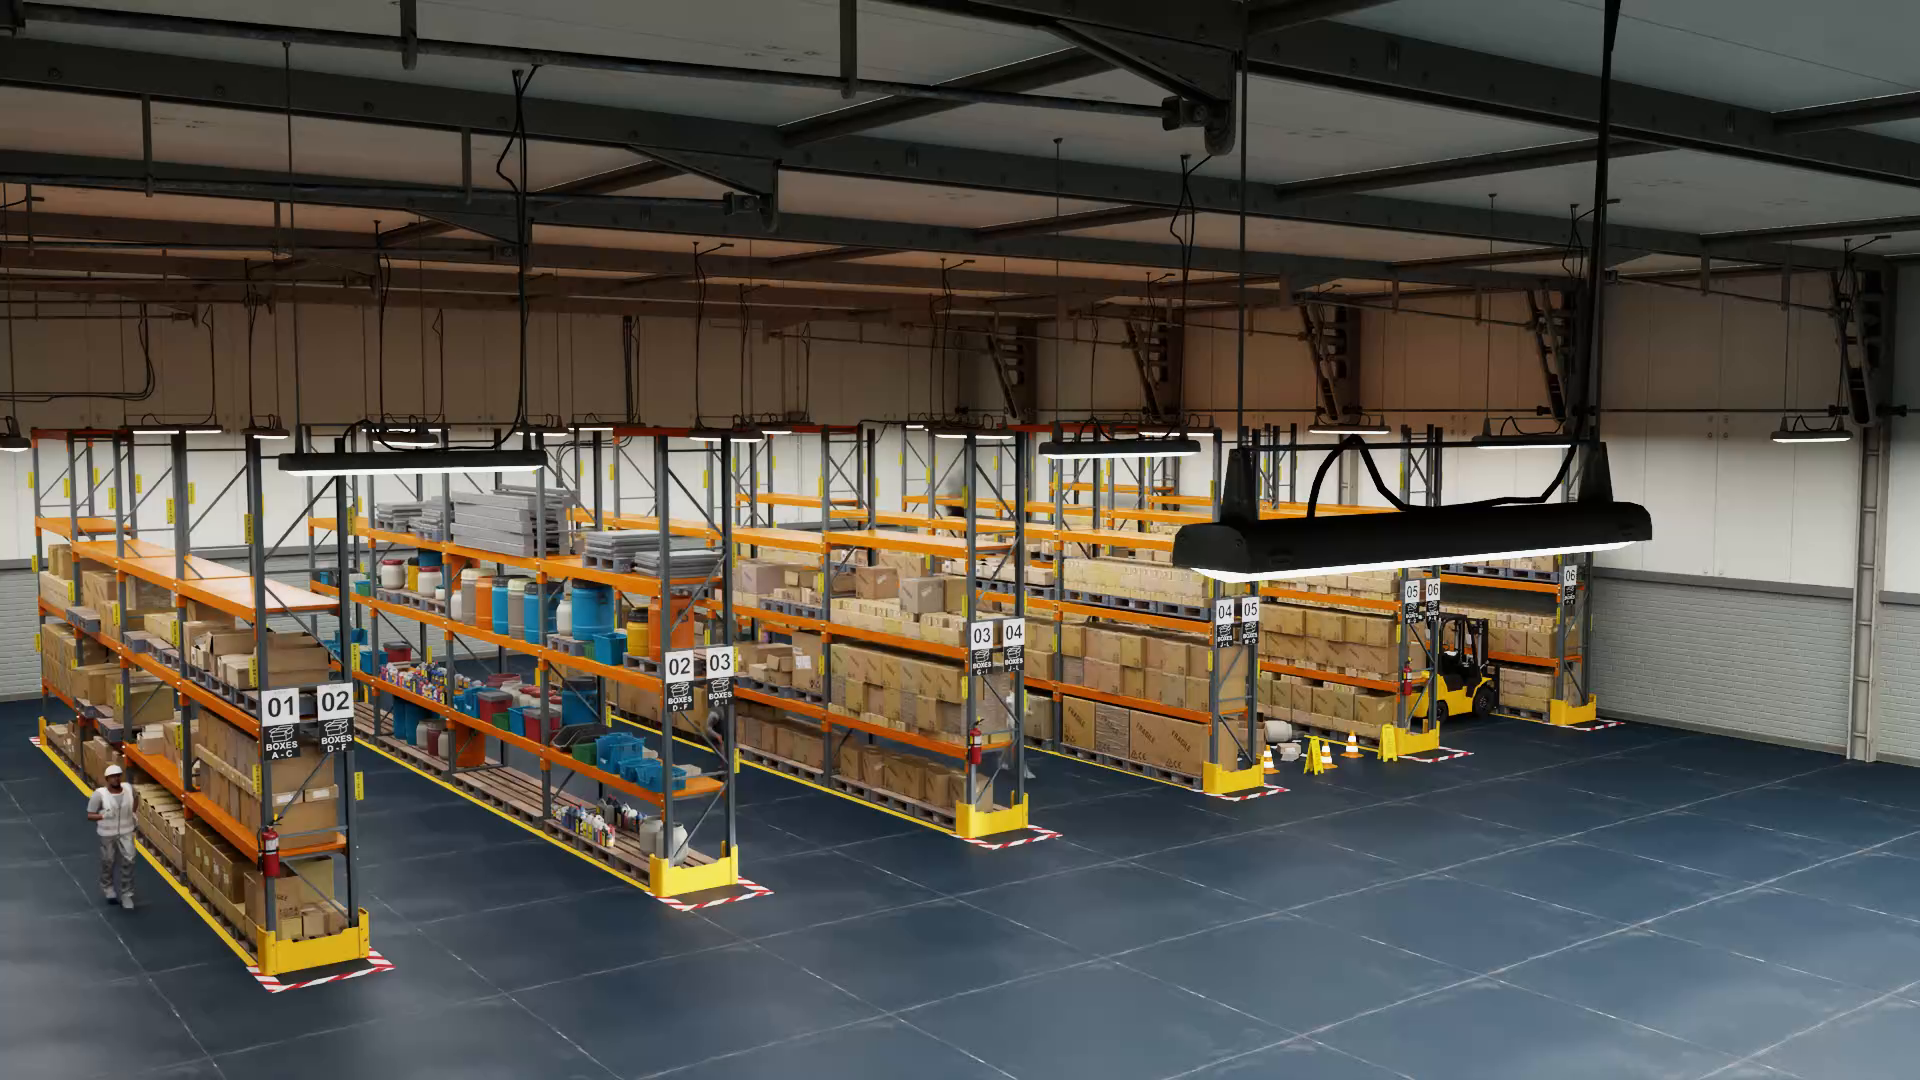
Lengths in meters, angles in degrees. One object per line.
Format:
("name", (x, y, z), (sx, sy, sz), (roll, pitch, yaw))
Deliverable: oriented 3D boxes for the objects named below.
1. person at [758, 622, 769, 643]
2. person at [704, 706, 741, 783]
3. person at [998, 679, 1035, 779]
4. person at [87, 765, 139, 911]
("person", (-4.402, 2.630, 36.928), (0.516, 1.635, 0.677), (-3, 6, -37))
("person", (-3.899, 3.346, 27.365), (0.659, 1.673, 0.614), (-4, 6, -44))
("person", (0.970, 3.207, 28.684), (0.922, 1.682, 0.612), (4, 6, 43))
("person", (-10.753, 3.767, 21.189), (0.670, 1.825, 0.745), (-4, 6, -40))
